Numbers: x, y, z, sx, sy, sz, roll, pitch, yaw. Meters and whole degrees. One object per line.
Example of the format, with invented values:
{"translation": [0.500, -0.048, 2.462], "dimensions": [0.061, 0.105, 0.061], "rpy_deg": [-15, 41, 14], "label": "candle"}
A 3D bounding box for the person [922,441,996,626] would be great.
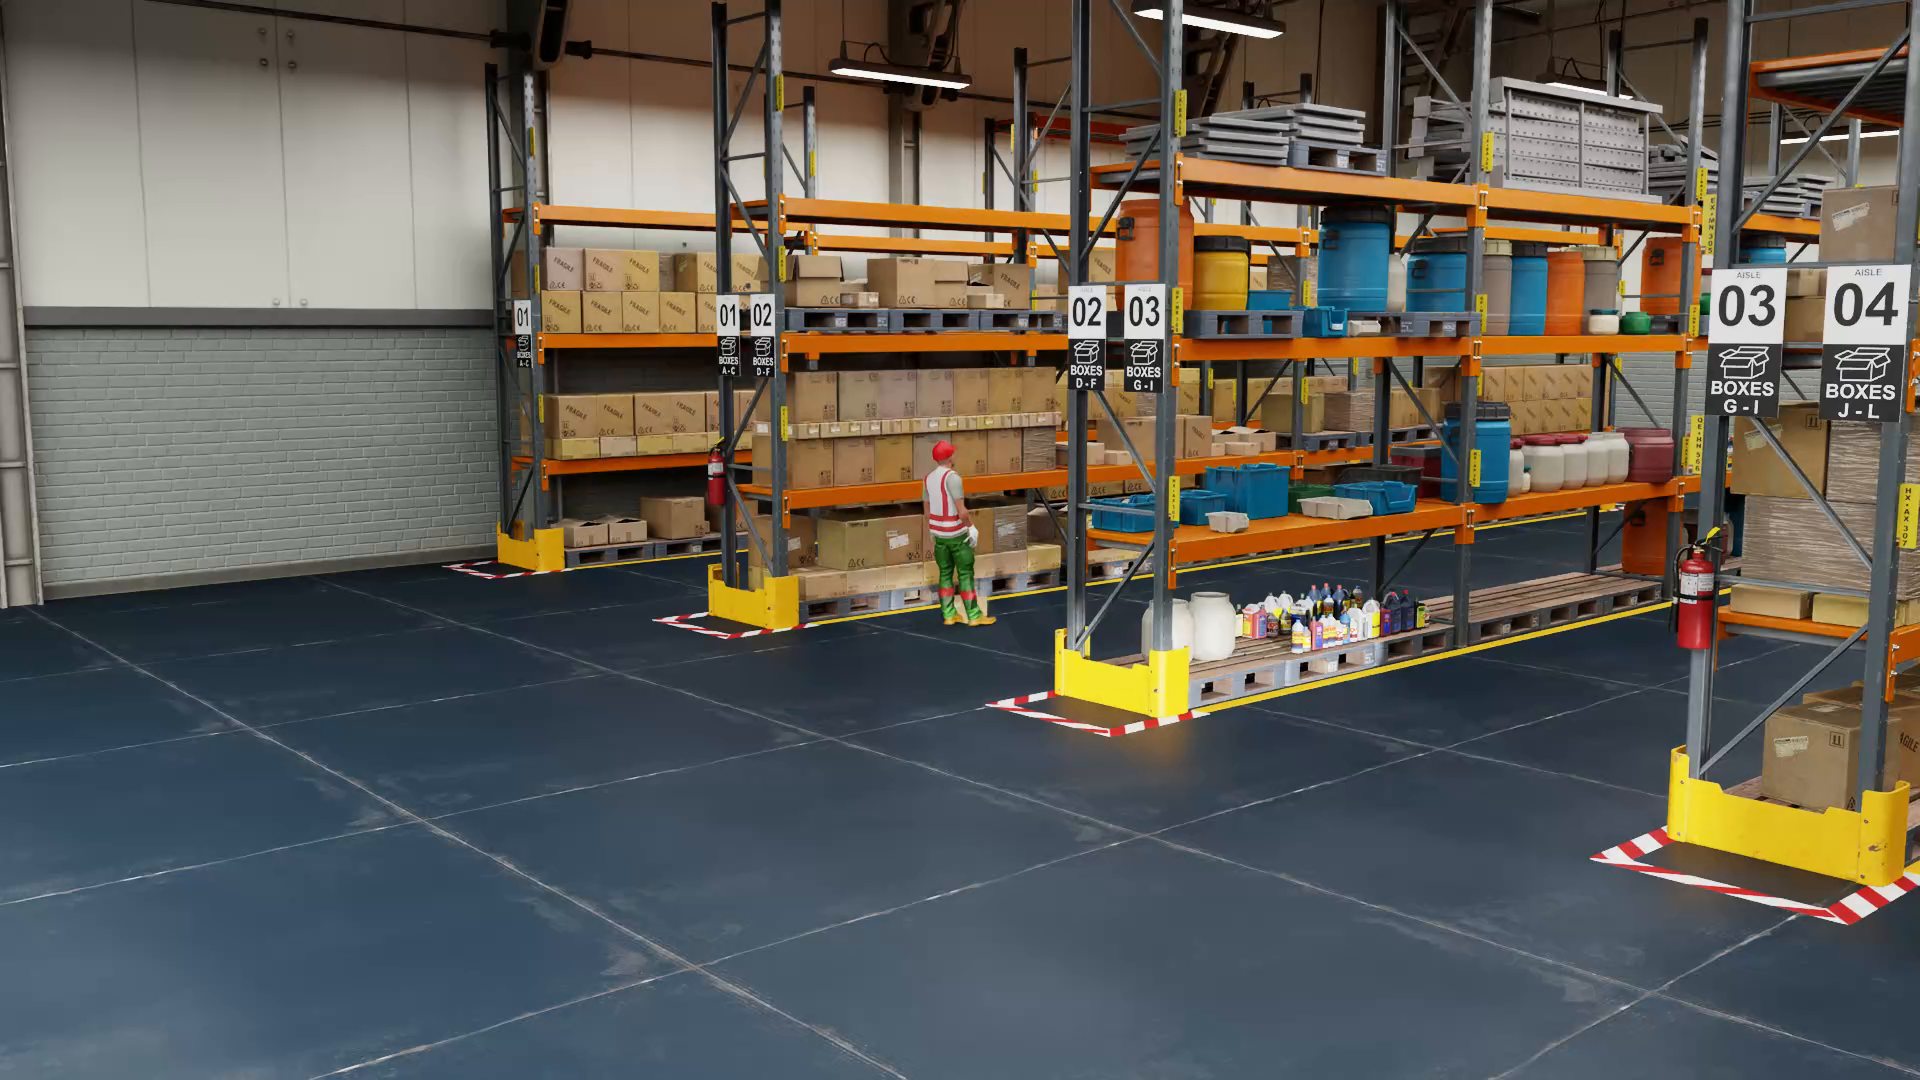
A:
{"translation": [-0.031, -0.074, 16.187], "dimensions": [0.565, 1.787, 0.638], "rpy_deg": [-6, 10, -41], "label": "person"}
